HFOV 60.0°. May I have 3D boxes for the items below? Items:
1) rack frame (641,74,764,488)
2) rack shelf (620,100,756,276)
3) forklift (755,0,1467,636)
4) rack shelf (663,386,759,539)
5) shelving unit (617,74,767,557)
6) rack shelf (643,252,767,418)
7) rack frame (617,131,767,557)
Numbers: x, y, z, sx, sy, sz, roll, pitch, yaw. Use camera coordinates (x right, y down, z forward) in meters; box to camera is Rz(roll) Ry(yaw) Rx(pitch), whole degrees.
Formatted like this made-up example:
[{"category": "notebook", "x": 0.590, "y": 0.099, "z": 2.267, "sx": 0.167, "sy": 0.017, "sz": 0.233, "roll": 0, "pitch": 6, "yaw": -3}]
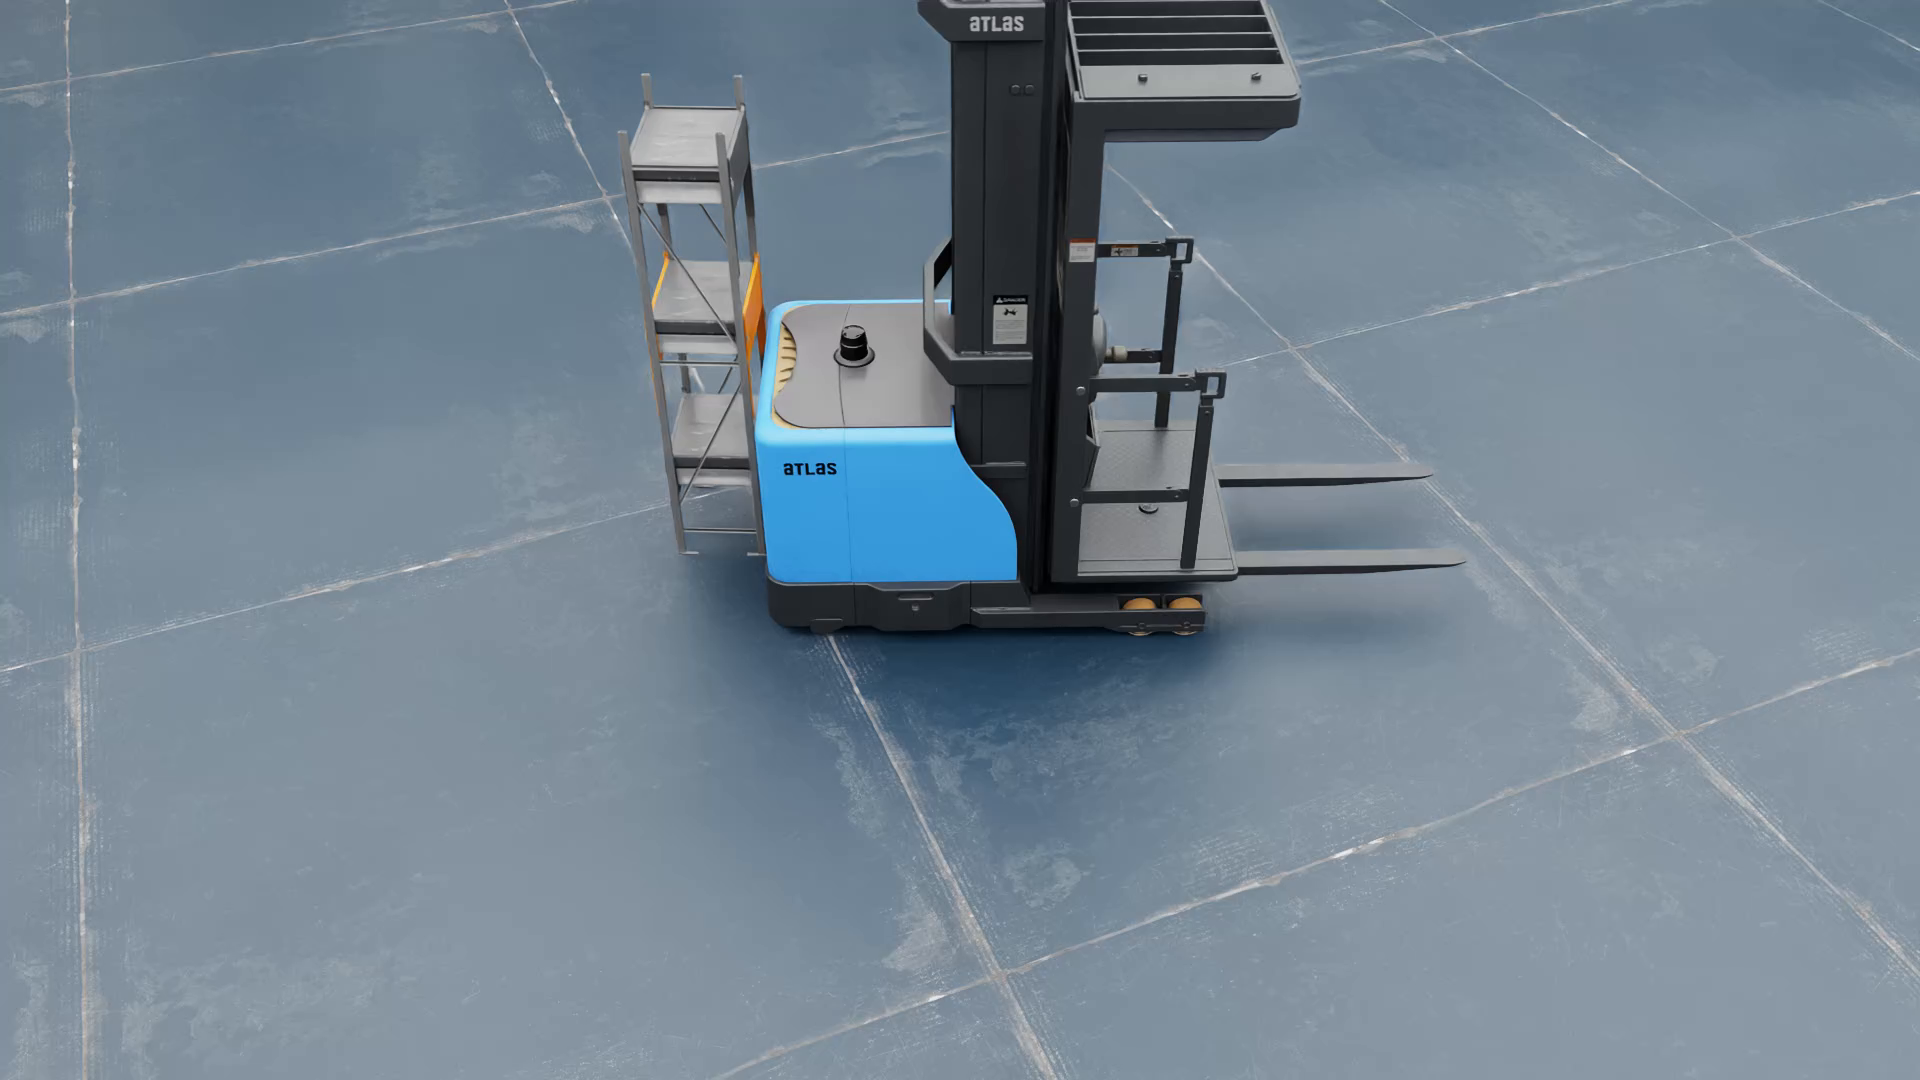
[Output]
[{"category": "rack frame", "x": -1.064, "y": -1.046, "z": 7.275, "sx": 0.400, "sy": 2.100, "sz": 0.015, "roll": 1, "pitch": 41, "yaw": 2}, {"category": "rack shelf", "x": -1.073, "y": -1.407, "z": 6.642, "sx": 0.431, "sy": 0.518, "sz": 0.480, "roll": 1, "pitch": 41, "yaw": 2}, {"category": "forklift", "x": 0.681, "y": -1.046, "z": 6.637, "sx": 3.031, "sy": 2.935, "sz": 1.130, "roll": -1, "pitch": 41, "yaw": -1}, {"category": "rack shelf", "x": -1.072, "y": -0.346, "z": 7.555, "sx": 0.431, "sy": 0.518, "sz": 0.480, "roll": 1, "pitch": 41, "yaw": 2}, {"category": "shelving unit", "x": -1.072, "y": -0.887, "z": 7.090, "sx": 0.431, "sy": 2.100, "sz": 0.503, "roll": 1, "pitch": 41, "yaw": 2}, {"category": "rack shelf", "x": -1.072, "y": -0.877, "z": 7.099, "sx": 0.431, "sy": 0.518, "sz": 0.480, "roll": 1, "pitch": 41, "yaw": 2}, {"category": "rack frame", "x": -1.081, "y": -0.728, "z": 6.905, "sx": 0.400, "sy": 2.100, "sz": 0.015, "roll": 1, "pitch": 41, "yaw": 2}]
